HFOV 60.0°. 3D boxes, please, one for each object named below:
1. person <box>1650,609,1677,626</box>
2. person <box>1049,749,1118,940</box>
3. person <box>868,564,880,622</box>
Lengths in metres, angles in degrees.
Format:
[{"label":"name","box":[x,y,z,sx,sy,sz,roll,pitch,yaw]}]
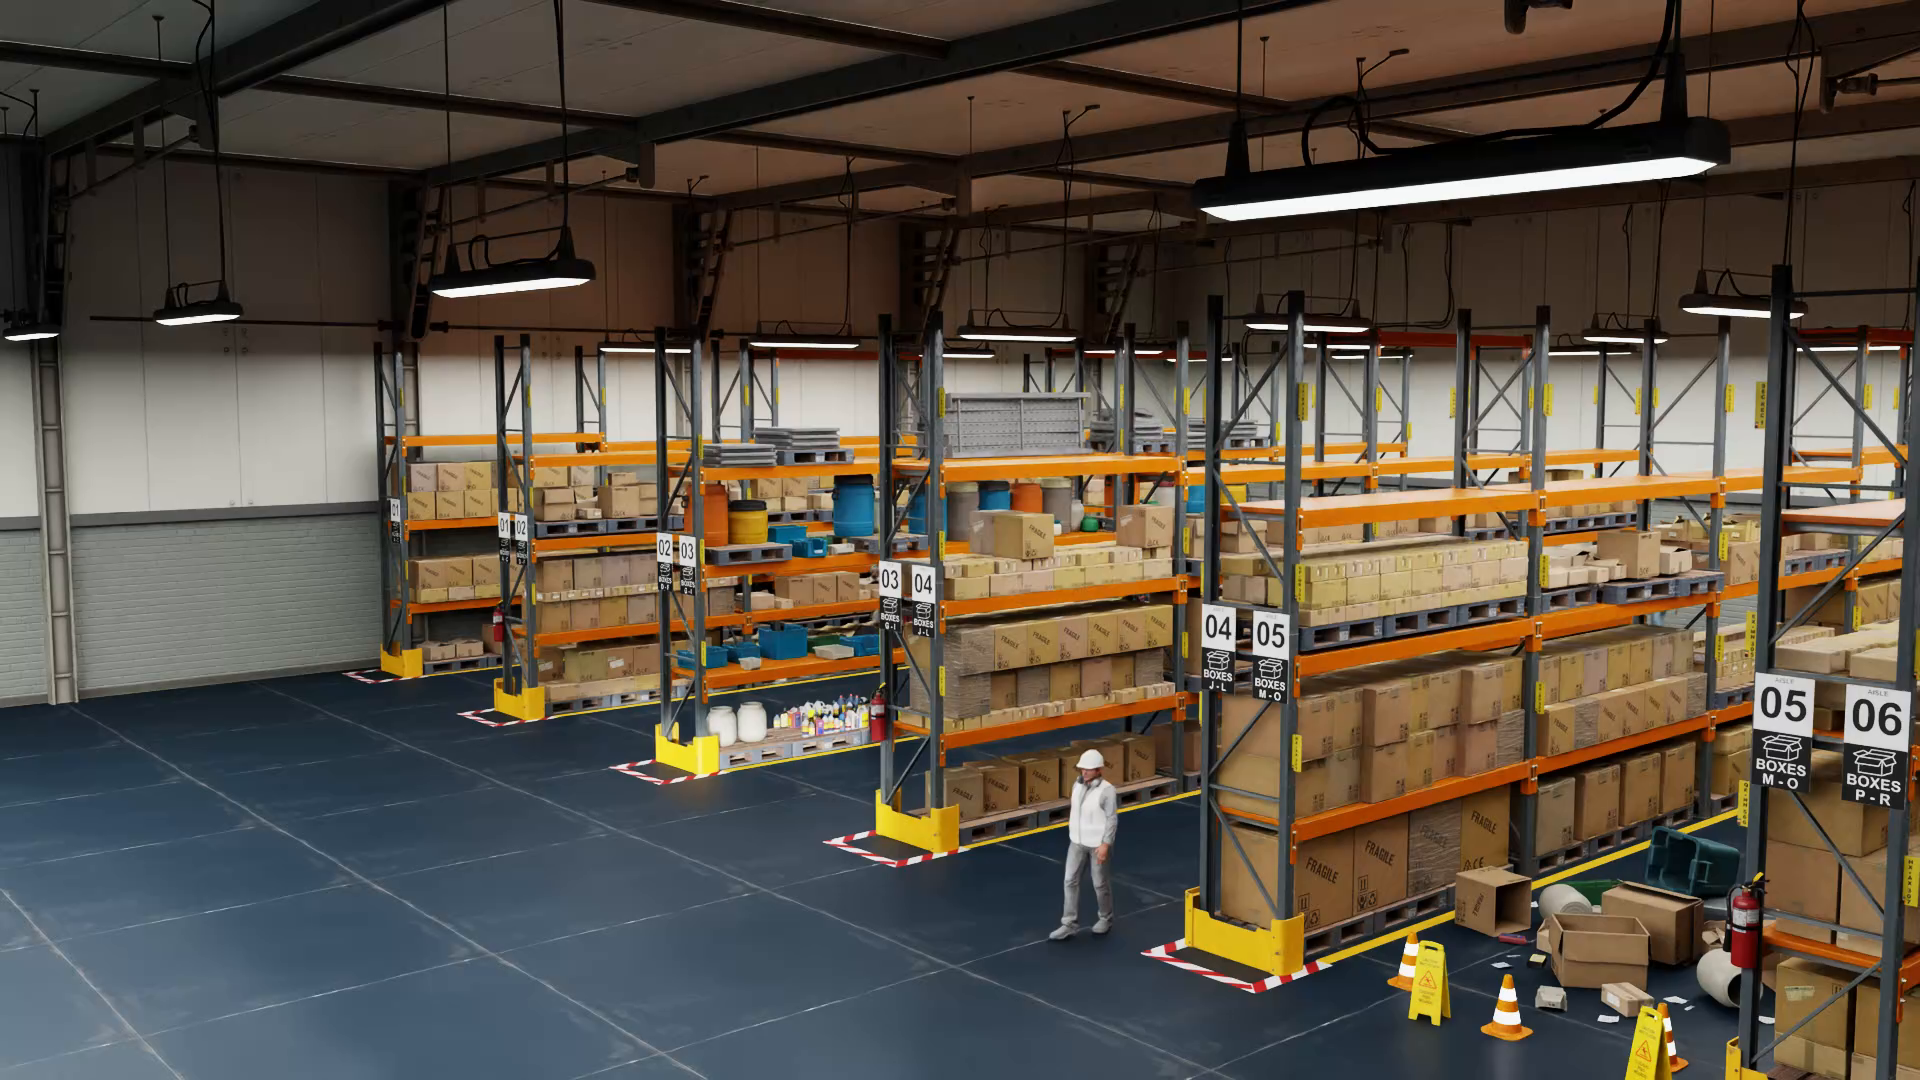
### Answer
[{"label":"person","box":[13.748,1.318,32.658,0.593,1.724,0.994,-1,5,-12]},{"label":"person","box":[1.209,2.852,15.640,0.586,1.765,0.711,5,7,42]},{"label":"person","box":[-1.576,1.286,33.423,0.737,1.687,0.623,-3,6,-31]}]
